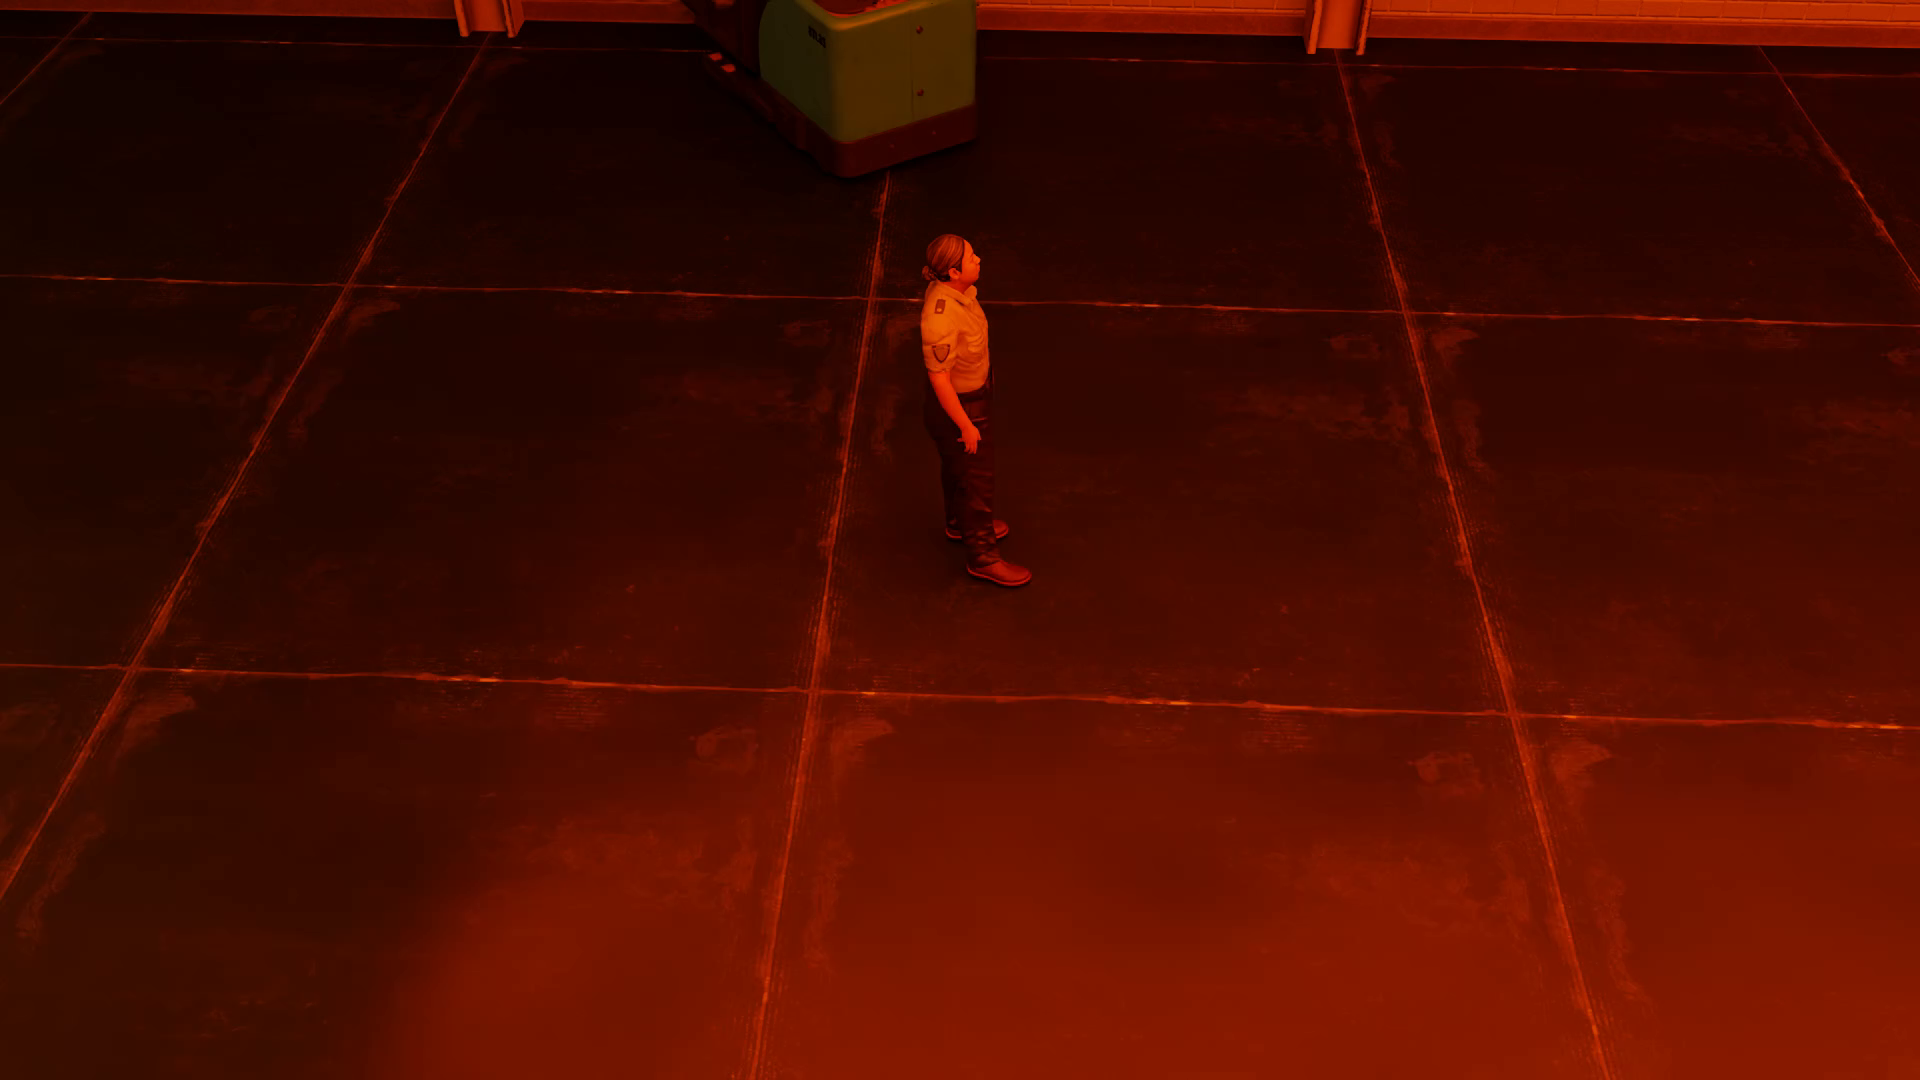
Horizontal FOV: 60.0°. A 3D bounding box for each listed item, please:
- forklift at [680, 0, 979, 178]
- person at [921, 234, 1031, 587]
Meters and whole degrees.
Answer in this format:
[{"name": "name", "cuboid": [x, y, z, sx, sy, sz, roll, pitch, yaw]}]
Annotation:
[{"name": "forklift", "cuboid": [-1.097, -4.285, 10.436, 1.130, 2.935, 3.031, -23, 47, -23]}, {"name": "person", "cuboid": [0.089, -0.592, 7.339, 0.502, 1.643, 0.598, 2, 42, 2]}]
